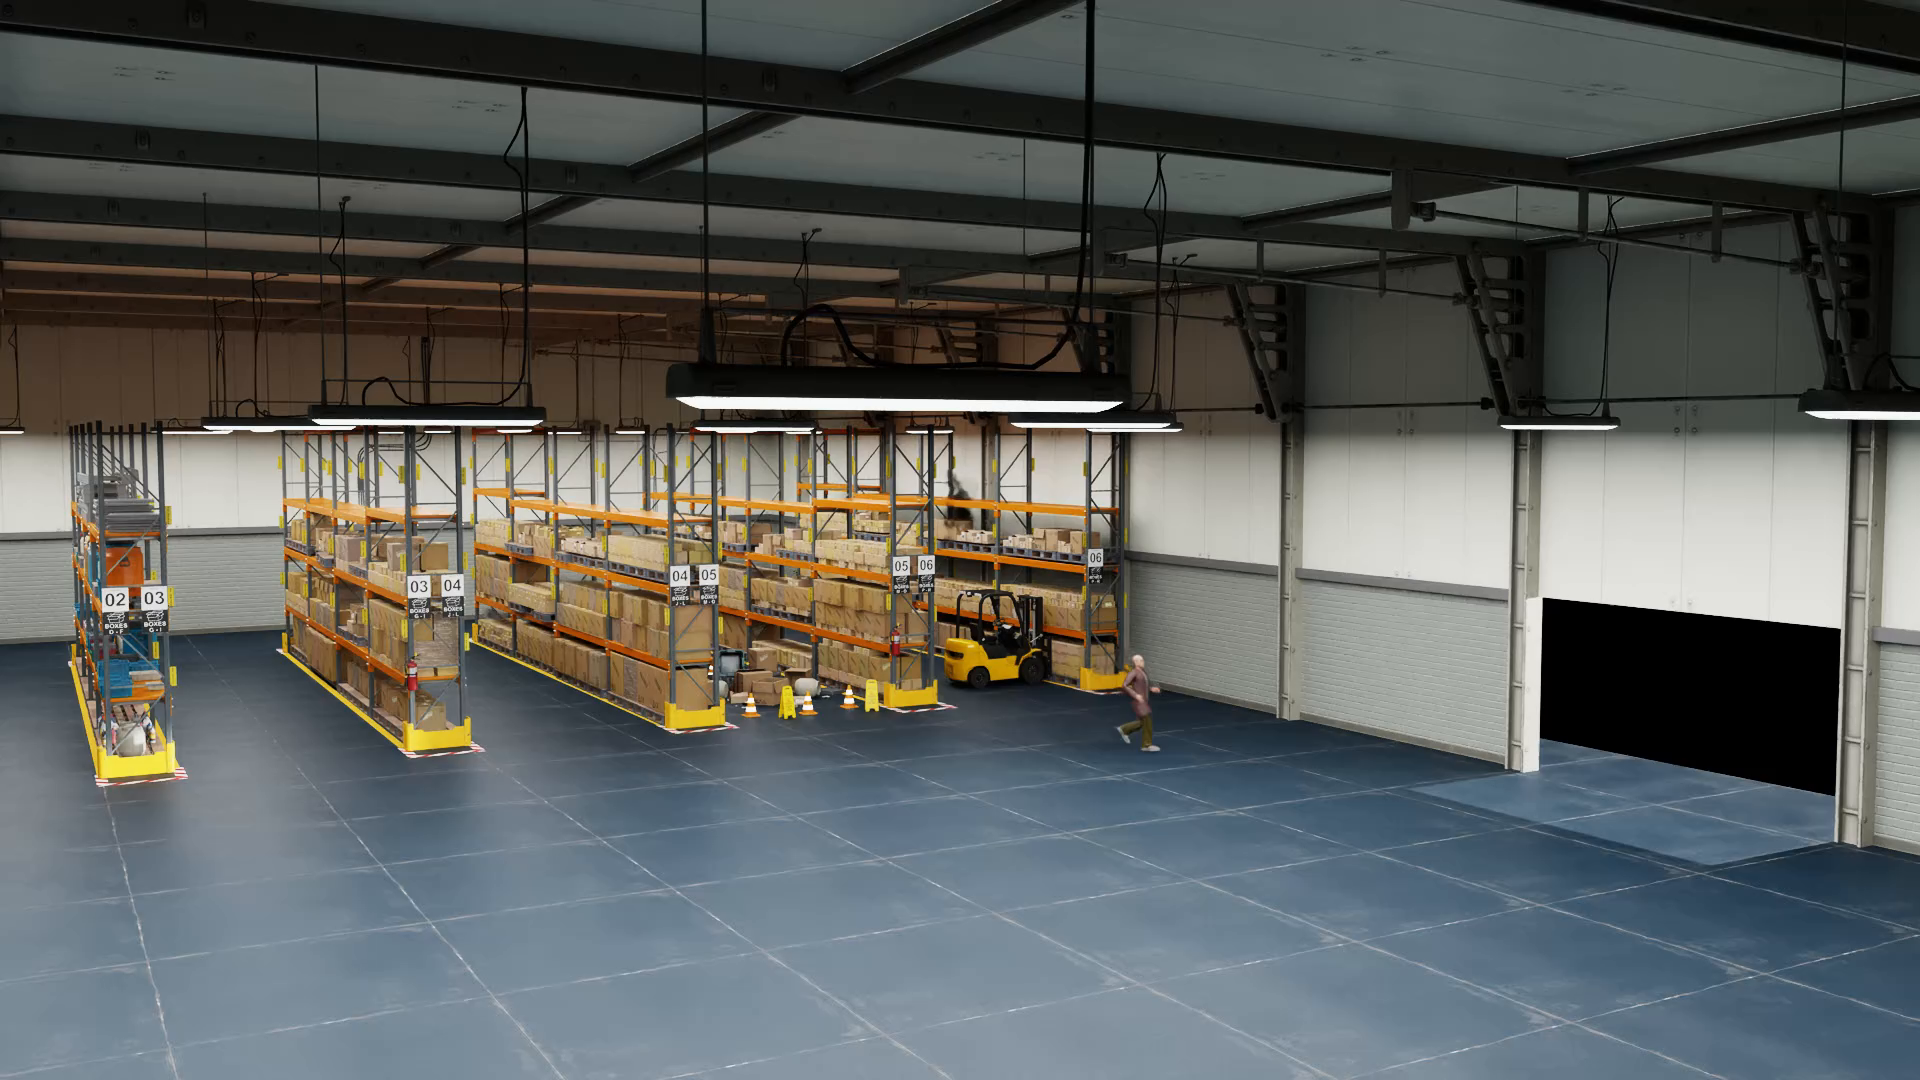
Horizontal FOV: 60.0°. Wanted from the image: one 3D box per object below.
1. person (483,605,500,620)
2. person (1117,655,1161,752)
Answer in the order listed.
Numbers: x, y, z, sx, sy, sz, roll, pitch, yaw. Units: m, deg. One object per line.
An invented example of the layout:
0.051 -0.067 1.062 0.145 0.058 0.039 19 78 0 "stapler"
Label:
-13.447 1.920 47.829 0.709 1.750 0.567 -2 4 -33 "person"
3.256 2.972 30.366 0.897 1.745 0.720 2 4 29 "person"
